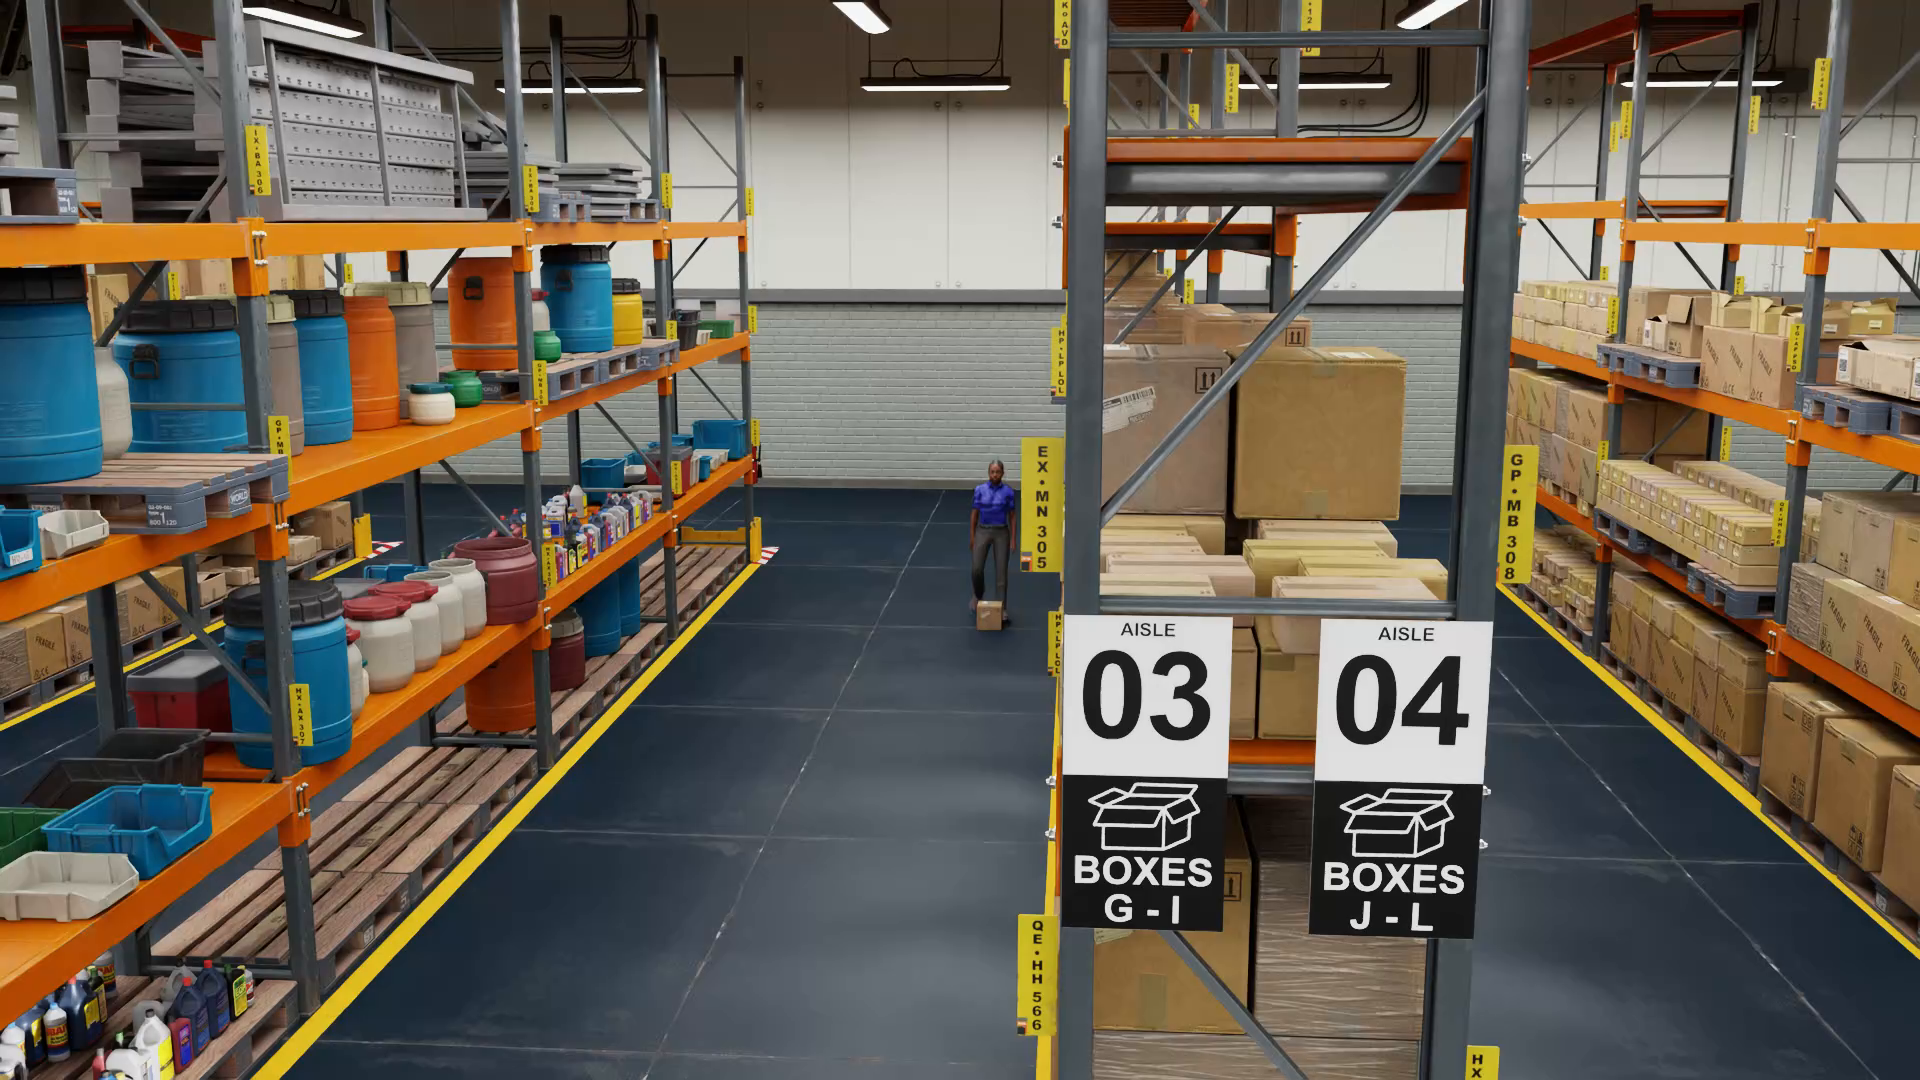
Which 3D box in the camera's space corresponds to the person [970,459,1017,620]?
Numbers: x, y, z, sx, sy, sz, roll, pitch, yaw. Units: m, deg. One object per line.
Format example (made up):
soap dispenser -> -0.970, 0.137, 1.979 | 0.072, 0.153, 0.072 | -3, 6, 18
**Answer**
person -> 0.351, -0.015, 17.451 | 0.496, 1.663, 0.564 | -1, 11, -4
